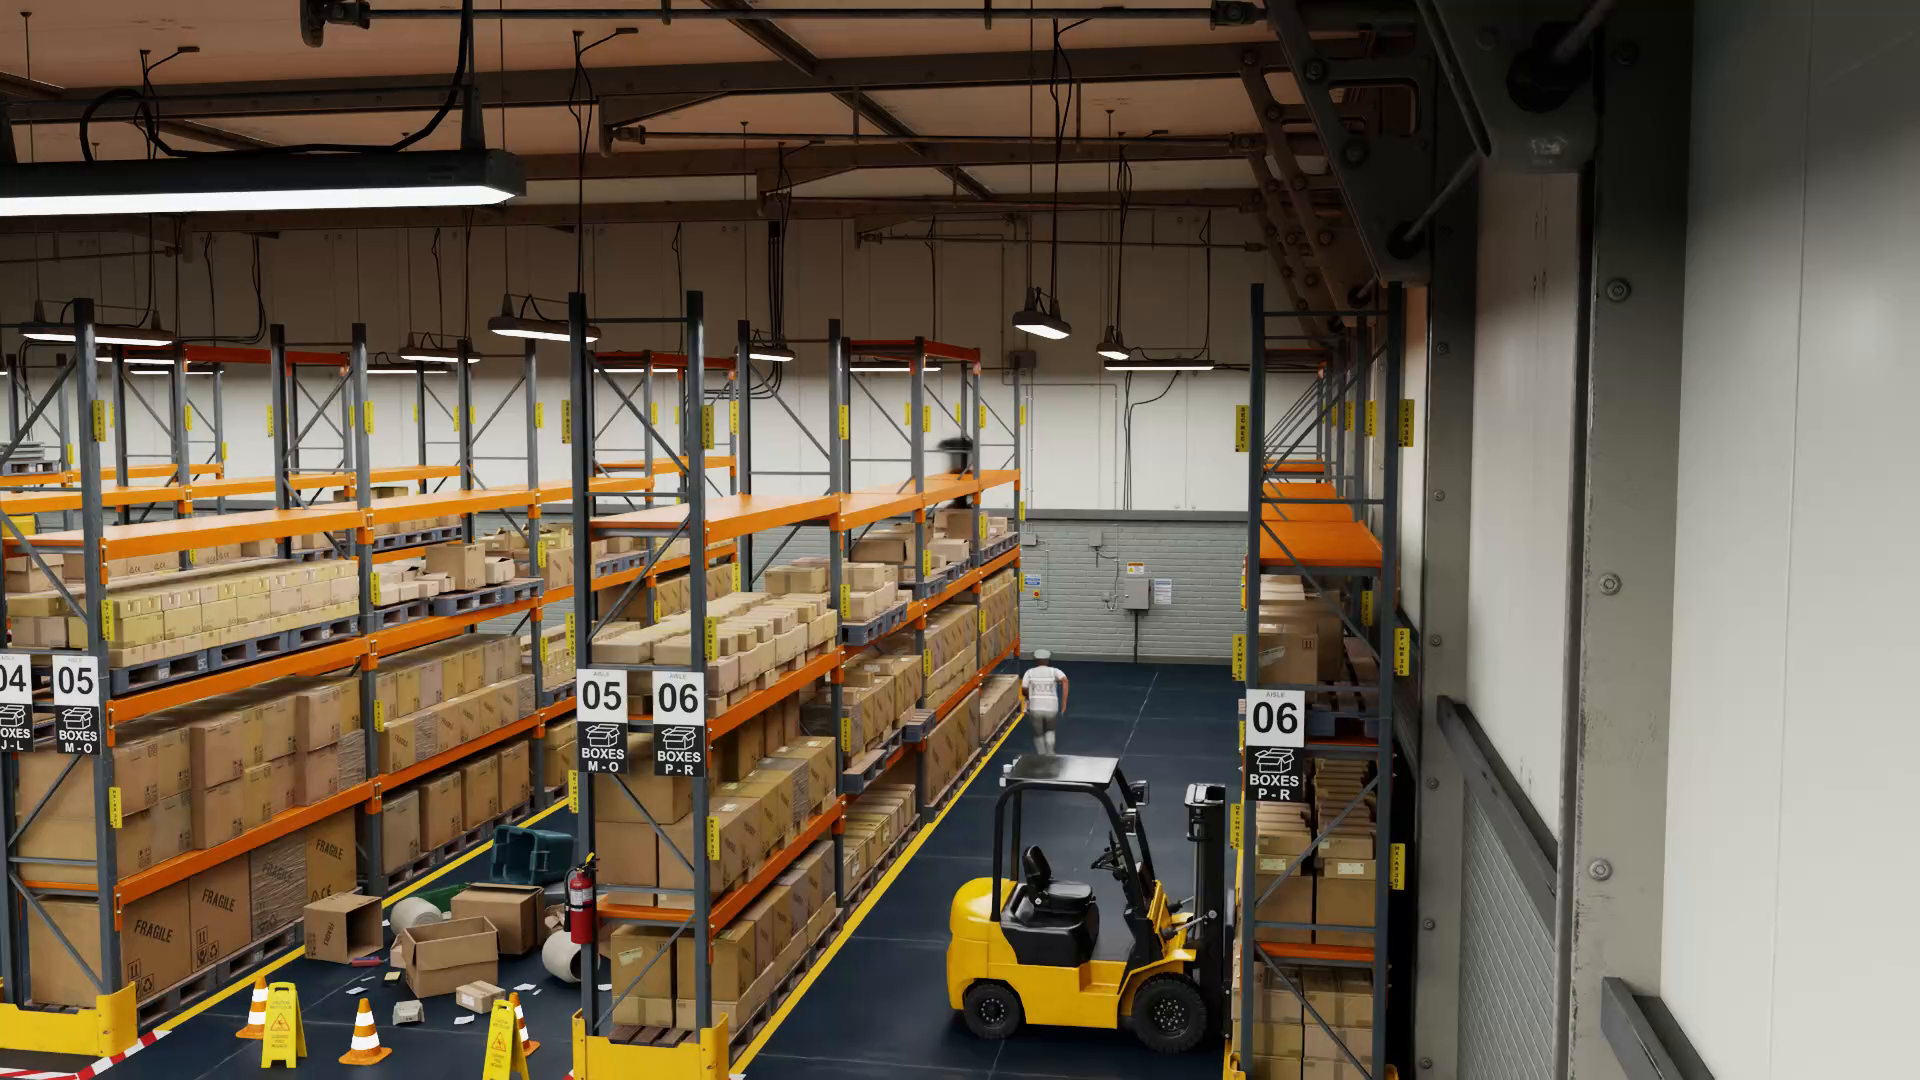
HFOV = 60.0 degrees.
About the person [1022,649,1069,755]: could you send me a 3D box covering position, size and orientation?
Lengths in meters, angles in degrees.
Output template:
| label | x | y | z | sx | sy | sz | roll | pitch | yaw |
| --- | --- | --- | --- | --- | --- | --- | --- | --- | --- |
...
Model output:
| label | x | y | z | sx | sy | sz | roll | pitch | yaw |
| --- | --- | --- | --- | --- | --- | --- | --- | --- | --- |
| person | 1.202 | 2.420 | 23.672 | 0.655 | 1.700 | 0.728 | 0 | 5 | -3 |
